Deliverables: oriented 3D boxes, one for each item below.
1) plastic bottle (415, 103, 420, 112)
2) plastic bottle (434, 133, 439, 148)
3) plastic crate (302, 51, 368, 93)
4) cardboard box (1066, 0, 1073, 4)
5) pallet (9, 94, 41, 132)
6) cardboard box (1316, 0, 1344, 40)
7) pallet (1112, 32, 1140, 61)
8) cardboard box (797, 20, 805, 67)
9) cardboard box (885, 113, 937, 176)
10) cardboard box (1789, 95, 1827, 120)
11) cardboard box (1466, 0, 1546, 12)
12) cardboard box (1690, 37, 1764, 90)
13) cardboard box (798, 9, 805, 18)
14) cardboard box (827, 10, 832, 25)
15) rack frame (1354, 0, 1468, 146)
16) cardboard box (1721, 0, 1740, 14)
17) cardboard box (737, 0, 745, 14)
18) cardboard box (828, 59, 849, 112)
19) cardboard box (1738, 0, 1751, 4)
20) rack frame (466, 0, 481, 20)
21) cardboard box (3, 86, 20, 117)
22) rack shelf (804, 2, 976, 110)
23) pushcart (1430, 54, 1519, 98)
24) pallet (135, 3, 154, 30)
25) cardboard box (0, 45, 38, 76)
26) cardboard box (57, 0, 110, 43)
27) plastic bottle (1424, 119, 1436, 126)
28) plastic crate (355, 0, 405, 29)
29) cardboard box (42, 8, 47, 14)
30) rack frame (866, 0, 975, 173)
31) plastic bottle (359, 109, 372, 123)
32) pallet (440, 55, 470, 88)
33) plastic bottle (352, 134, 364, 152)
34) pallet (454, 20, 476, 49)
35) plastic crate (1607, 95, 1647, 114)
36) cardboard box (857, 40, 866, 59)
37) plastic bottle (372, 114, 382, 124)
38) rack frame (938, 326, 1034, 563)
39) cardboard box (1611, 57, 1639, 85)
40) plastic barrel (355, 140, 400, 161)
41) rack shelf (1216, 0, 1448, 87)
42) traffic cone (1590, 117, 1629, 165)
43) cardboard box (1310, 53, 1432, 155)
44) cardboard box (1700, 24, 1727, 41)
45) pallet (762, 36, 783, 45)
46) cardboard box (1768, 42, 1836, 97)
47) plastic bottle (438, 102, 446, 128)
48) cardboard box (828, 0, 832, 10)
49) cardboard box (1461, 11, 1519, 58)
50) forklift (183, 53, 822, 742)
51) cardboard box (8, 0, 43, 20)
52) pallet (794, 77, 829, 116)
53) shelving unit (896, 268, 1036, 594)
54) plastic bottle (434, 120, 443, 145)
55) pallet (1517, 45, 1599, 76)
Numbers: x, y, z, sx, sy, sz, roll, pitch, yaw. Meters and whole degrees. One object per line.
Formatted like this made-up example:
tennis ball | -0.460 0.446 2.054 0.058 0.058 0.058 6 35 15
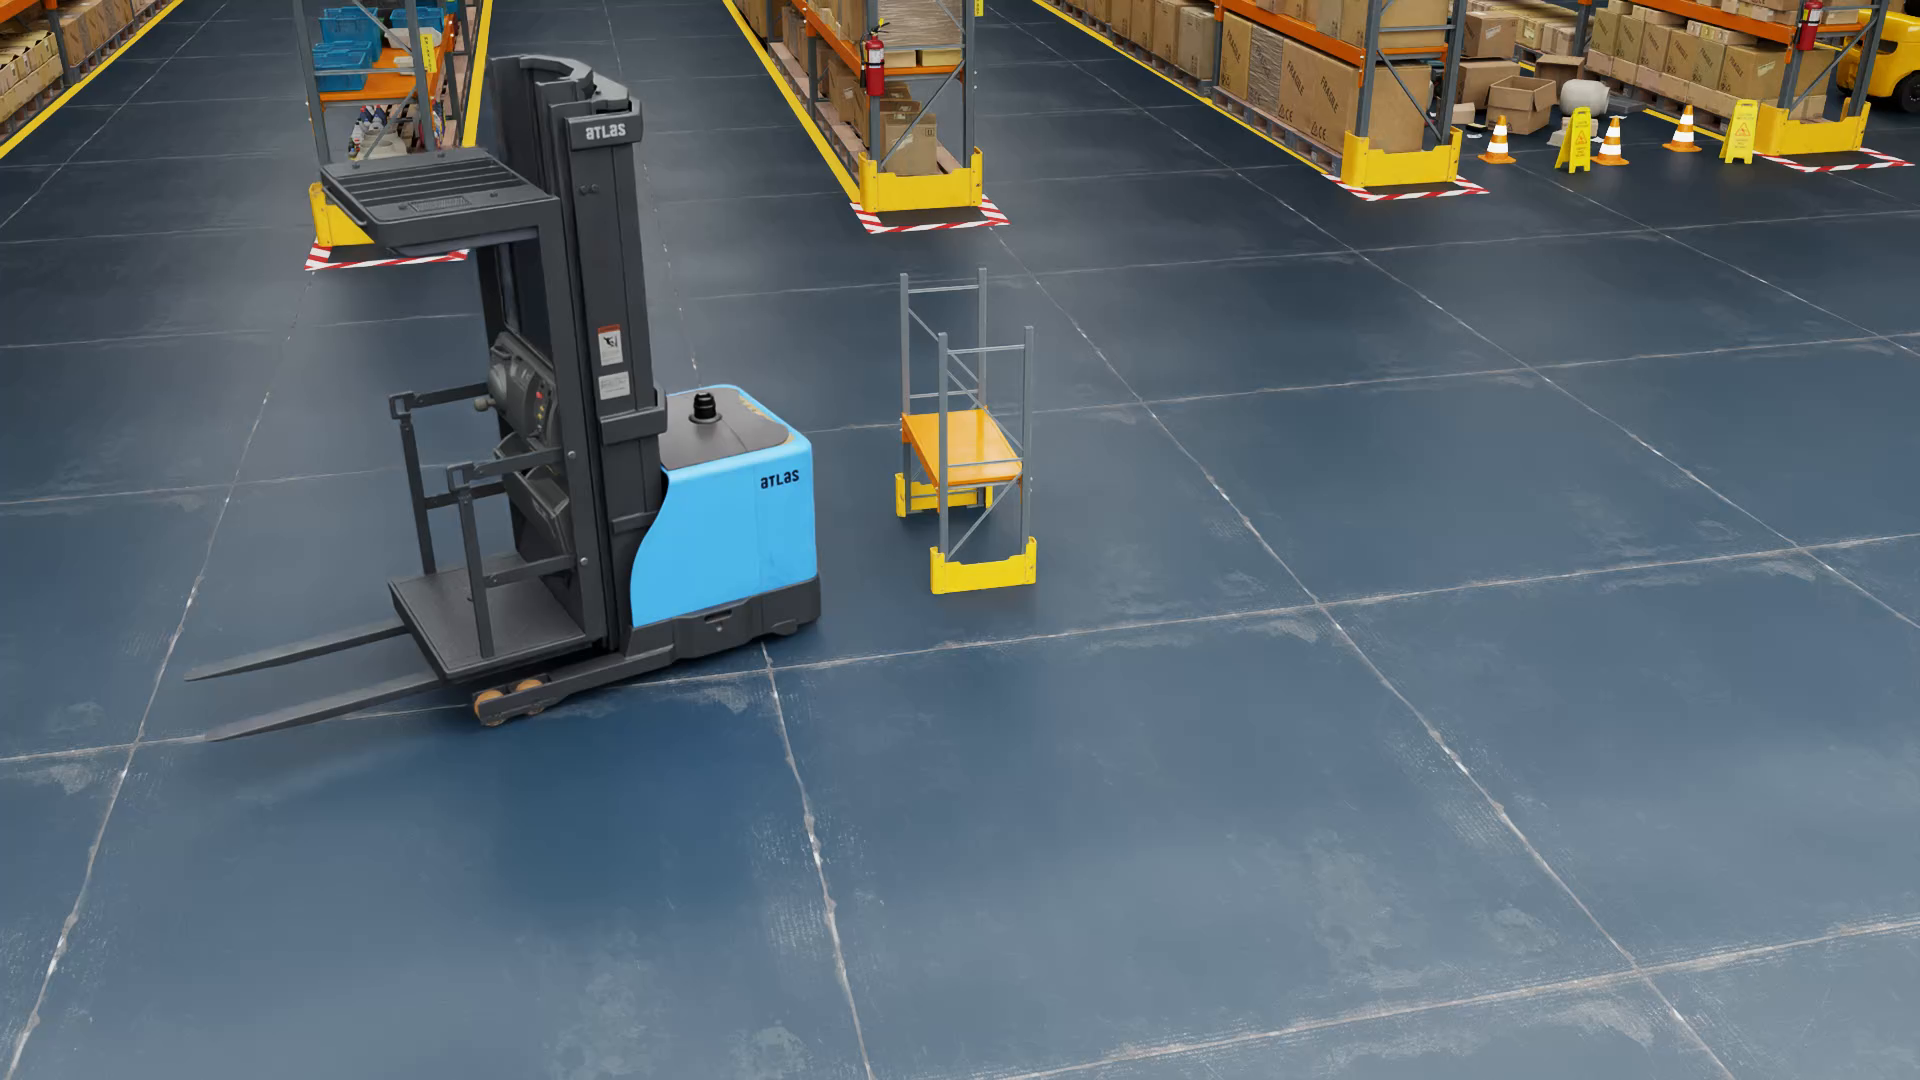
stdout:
plastic bottle | -5.805 -4.583 17.953 0.144 0.351 0.185 -6 27 -12
plastic bottle | -5.371 -4.038 16.961 0.097 0.271 0.097 0 27 0
plastic crate | -5.593 -4.204 14.916 0.499 0.251 0.616 -6 27 -12
cardboard box | 1.948 -8.571 25.711 0.500 0.500 0.500 -5 27 -11
pallet | -11.400 -4.947 19.318 1.003 0.211 1.213 -6 27 -12
cardboard box | 4.219 -5.508 17.168 0.875 0.550 0.550 -6 27 -12
pallet | 2.793 -6.957 23.299 1.003 0.211 1.213 -6 27 -12
cardboard box | -1.724 -6.394 21.376 0.700 0.500 0.500 -4 27 -7
cardboard box | -0.488 -3.932 16.519 0.500 0.500 0.500 -1 27 -2
cardboard box | 9.379 -4.933 18.780 0.500 0.250 0.500 -6 27 -12
cardboard box | 7.781 -7.545 23.820 0.950 0.372 0.625 -6 27 -13
cardboard box | 8.736 -5.439 18.951 0.500 0.500 0.500 -5 27 -10
cardboard box | -1.857 -6.989 21.721 0.500 0.250 0.500 -3 27 -6
cardboard box | -1.204 -5.557 17.710 0.380 0.149 0.250 -6 27 -12
rack frame | 4.492 -5.044 16.414 1.000 3.000 0.127 -6 27 -12
cardboard box | 8.710 -5.946 18.480 0.380 0.149 0.250 -5 27 -11
cardboard box | -2.702 -8.420 24.996 1.225 0.875 0.875 -7 28 -13
cardboard box | -1.214 -5.232 19.096 0.500 0.500 0.500 -7 28 -13
cardboard box | 8.793 -6.199 18.261 0.500 0.500 0.500 -6 27 -11
rack frame | -7.893 -9.349 24.945 1.000 3.000 0.127 -6 27 -12
cardboard box | -11.000 -4.950 18.814 0.500 0.250 0.500 -7 28 -13
rack shelf | -0.814 -5.141 17.405 1.077 0.370 4.000 -6 27 -12
pushcart | 6.180 -5.923 21.065 1.648 0.377 0.936 -16 31 -29
pallet | -12.874 -7.905 25.177 1.003 0.211 1.213 -6 27 -12
cardboard box | -11.226 -5.648 19.574 0.500 0.311 0.500 -6 27 -12
cardboard box | -11.997 -7.080 22.734 0.500 0.500 0.500 -7 28 -13
plastic bottle | 5.383 -4.842 19.275 0.283 0.061 0.133 -16 31 -29
plastic crate | -6.096 -5.567 17.520 0.767 0.338 0.504 -6 27 -12
cardboard box | -12.374 -6.787 22.153 0.500 0.500 0.500 -7 28 -13
rack frame | -0.363 -4.584 15.504 1.000 3.000 0.127 -6 27 -12
plastic bottle | -6.270 -4.372 17.534 0.144 0.351 0.185 -7 28 -14
pallet | -6.855 -6.005 21.412 1.003 0.211 1.213 -6 27 -12
plastic bottle | -6.060 -3.937 16.756 0.152 0.276 0.135 -6 27 -11
pallet | -7.481 -7.225 23.830 1.003 0.211 1.213 -6 27 -12
plastic crate | 7.945 -5.271 20.104 0.402 0.080 0.583 -16 31 -29
cardboard box | -0.791 -4.791 16.191 0.380 0.149 0.250 -6 27 -12
plastic bottle | -6.162 -4.368 17.615 0.097 0.271 0.097 0 27 0
rack frame | 0.134 -0.409 8.896 0.500 1.500 0.032 -6 27 -12
cardboard box | 8.392 -5.787 20.472 0.500 0.250 0.500 -4 27 -9
plastic barrel | -5.412 -3.439 15.530 0.421 0.512 0.421 0 27 0
rack shelf | 4.041 -5.601 18.315 1.077 0.370 4.000 -6 27 -12
traffic cone | 6.933 -4.254 17.665 0.336 0.463 0.334 -6 27 -12
cardboard box | 4.275 -4.574 17.374 0.875 0.875 0.875 -6 27 -11
cardboard box | 8.655 -5.765 18.877 0.380 0.149 0.250 -5 27 -11
pallet | -2.270 -7.205 23.791 1.003 0.211 1.213 -6 27 -12
cardboard box | 9.374 -5.278 18.631 0.500 0.500 0.500 -7 28 -13
plastic bottle | -5.660 -4.644 18.147 0.061 0.283 0.133 -5 27 -9
cardboard box | -0.934 -5.882 17.633 0.875 0.500 0.500 -6 27 -12
cardboard box | 6.663 -6.375 20.985 0.500 0.500 0.500 -6 27 -12
forklift | -2.262 -0.689 7.862 3.031 2.935 1.130 -15 31 -28
cardboard box | -12.275 -6.918 21.582 0.500 0.250 0.500 -5 27 -10
pallet | -1.442 -5.437 20.288 1.003 0.211 1.213 -6 27 -12
shelving unit | 0.017 -0.636 9.346 0.587 1.500 1.083 -6 27 -12
plastic bottle | -5.516 -4.267 17.409 0.152 0.276 0.135 -5 27 -11
pallet | 8.213 -6.444 22.282 1.003 0.211 1.213 -6 27 -12
